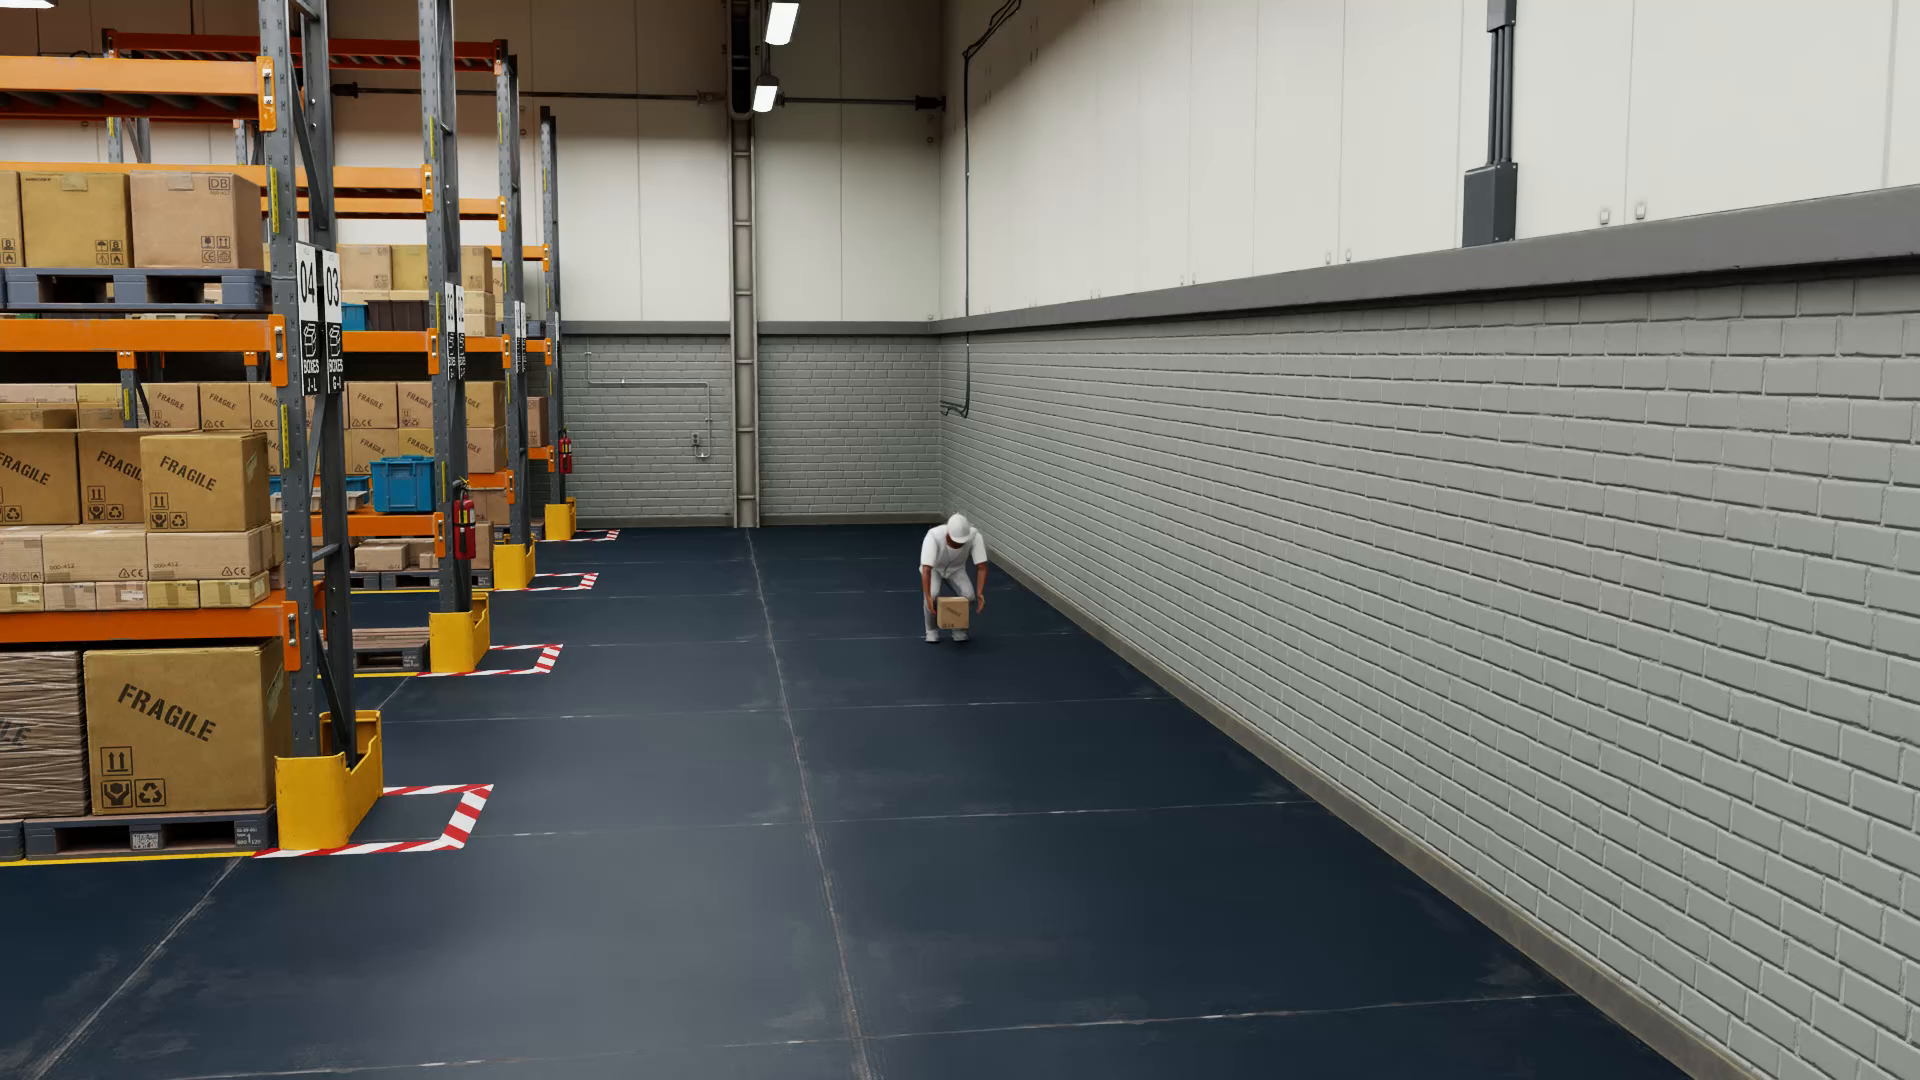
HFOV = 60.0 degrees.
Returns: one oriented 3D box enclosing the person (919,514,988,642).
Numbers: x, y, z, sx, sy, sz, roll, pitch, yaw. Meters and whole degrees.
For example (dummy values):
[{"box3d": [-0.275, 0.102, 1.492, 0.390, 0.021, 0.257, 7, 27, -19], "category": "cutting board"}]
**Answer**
[{"box3d": [-0.072, 0.334, 15.167, 0.620, 1.204, 0.839, -1, 7, -9], "category": "person"}]
